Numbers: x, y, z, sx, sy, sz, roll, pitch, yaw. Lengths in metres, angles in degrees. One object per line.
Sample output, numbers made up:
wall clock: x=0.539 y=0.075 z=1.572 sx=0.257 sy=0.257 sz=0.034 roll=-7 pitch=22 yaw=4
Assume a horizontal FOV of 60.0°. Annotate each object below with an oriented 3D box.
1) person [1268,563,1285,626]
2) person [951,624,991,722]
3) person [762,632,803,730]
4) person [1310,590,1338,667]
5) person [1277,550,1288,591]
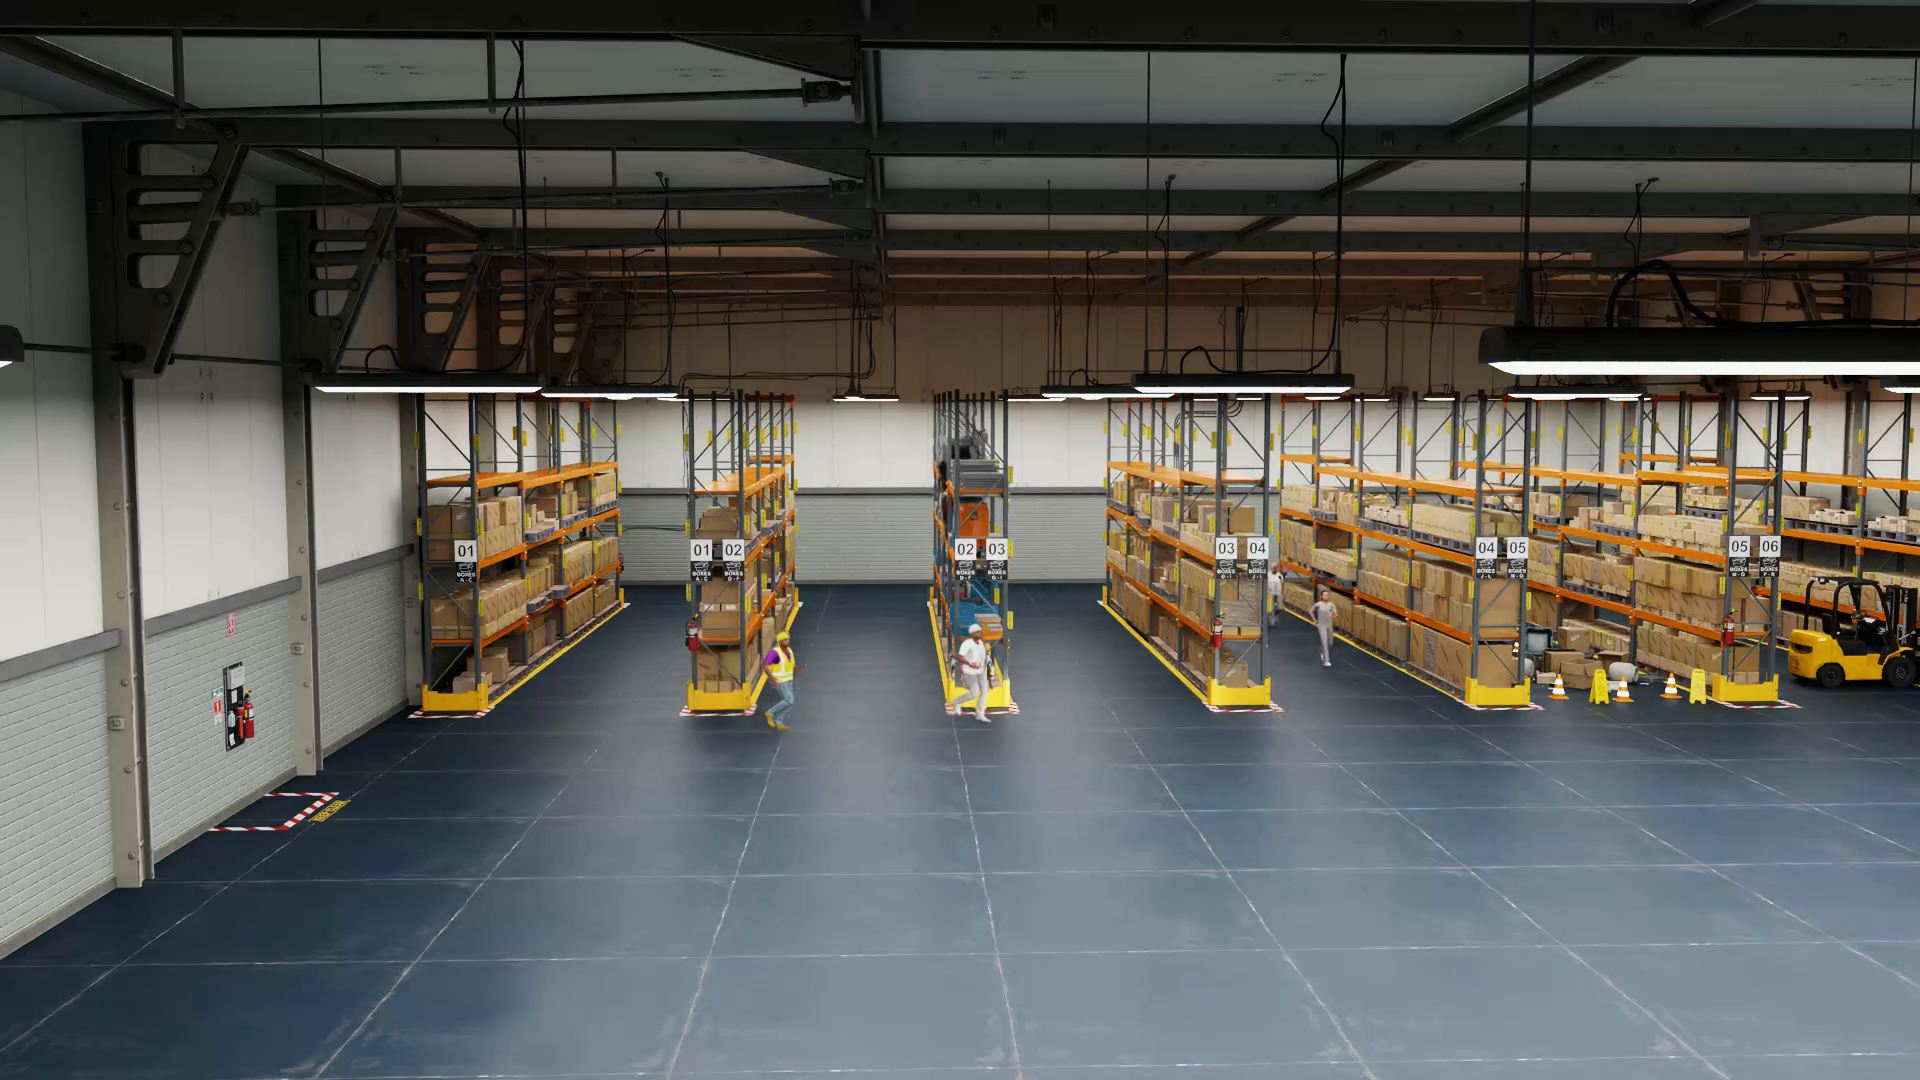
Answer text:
person: x=8.132 y=1.406 z=43.045 sx=0.603 sy=1.618 sz=0.571 roll=0 pitch=5 yaw=-3
person: x=0.210 y=2.401 z=30.137 sx=0.783 sy=1.772 sz=0.721 roll=2 pitch=5 yaw=27
person: x=-3.077 y=2.479 z=29.208 sx=0.599 sy=1.730 sz=0.682 roll=2 pitch=5 yaw=28
person: x=7.996 y=1.912 z=36.501 sx=0.575 sy=1.645 sz=0.914 roll=-1 pitch=5 yaw=-7
person: x=9.478 y=0.954 z=48.923 sx=0.482 sy=1.562 sz=0.626 roll=0 pitch=5 yaw=-6
